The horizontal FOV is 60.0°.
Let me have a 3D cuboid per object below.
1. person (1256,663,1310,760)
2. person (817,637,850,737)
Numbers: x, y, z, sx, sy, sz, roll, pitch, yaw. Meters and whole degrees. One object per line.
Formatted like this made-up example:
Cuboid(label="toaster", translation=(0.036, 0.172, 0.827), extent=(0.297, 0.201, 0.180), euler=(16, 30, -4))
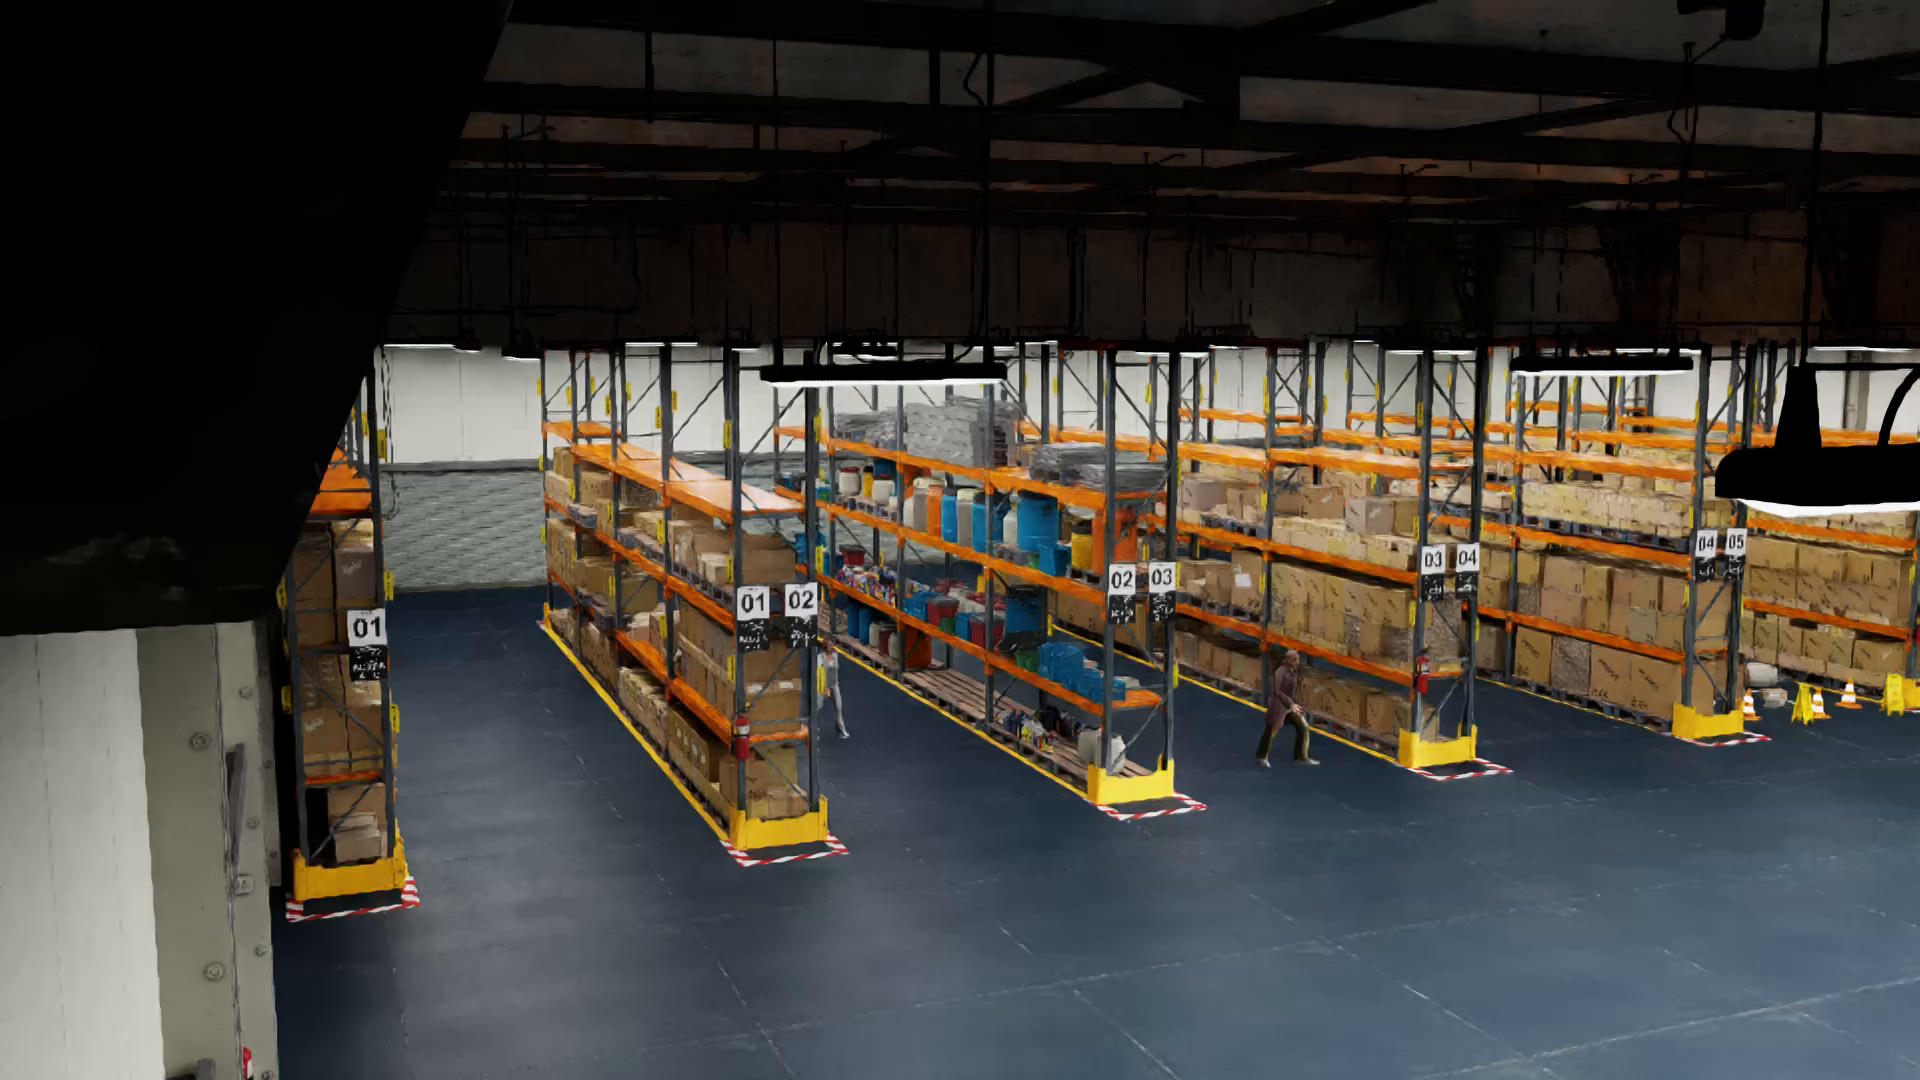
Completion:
Cuboid(label="person", translation=(4.596, 2.443, 23.770), extent=(0.717, 1.461, 0.692), euler=(-7, 10, -43))
Cuboid(label="person", translation=(-2.040, 2.251, 25.550), extent=(0.411, 1.519, 0.956), euler=(-4, 9, -30))
